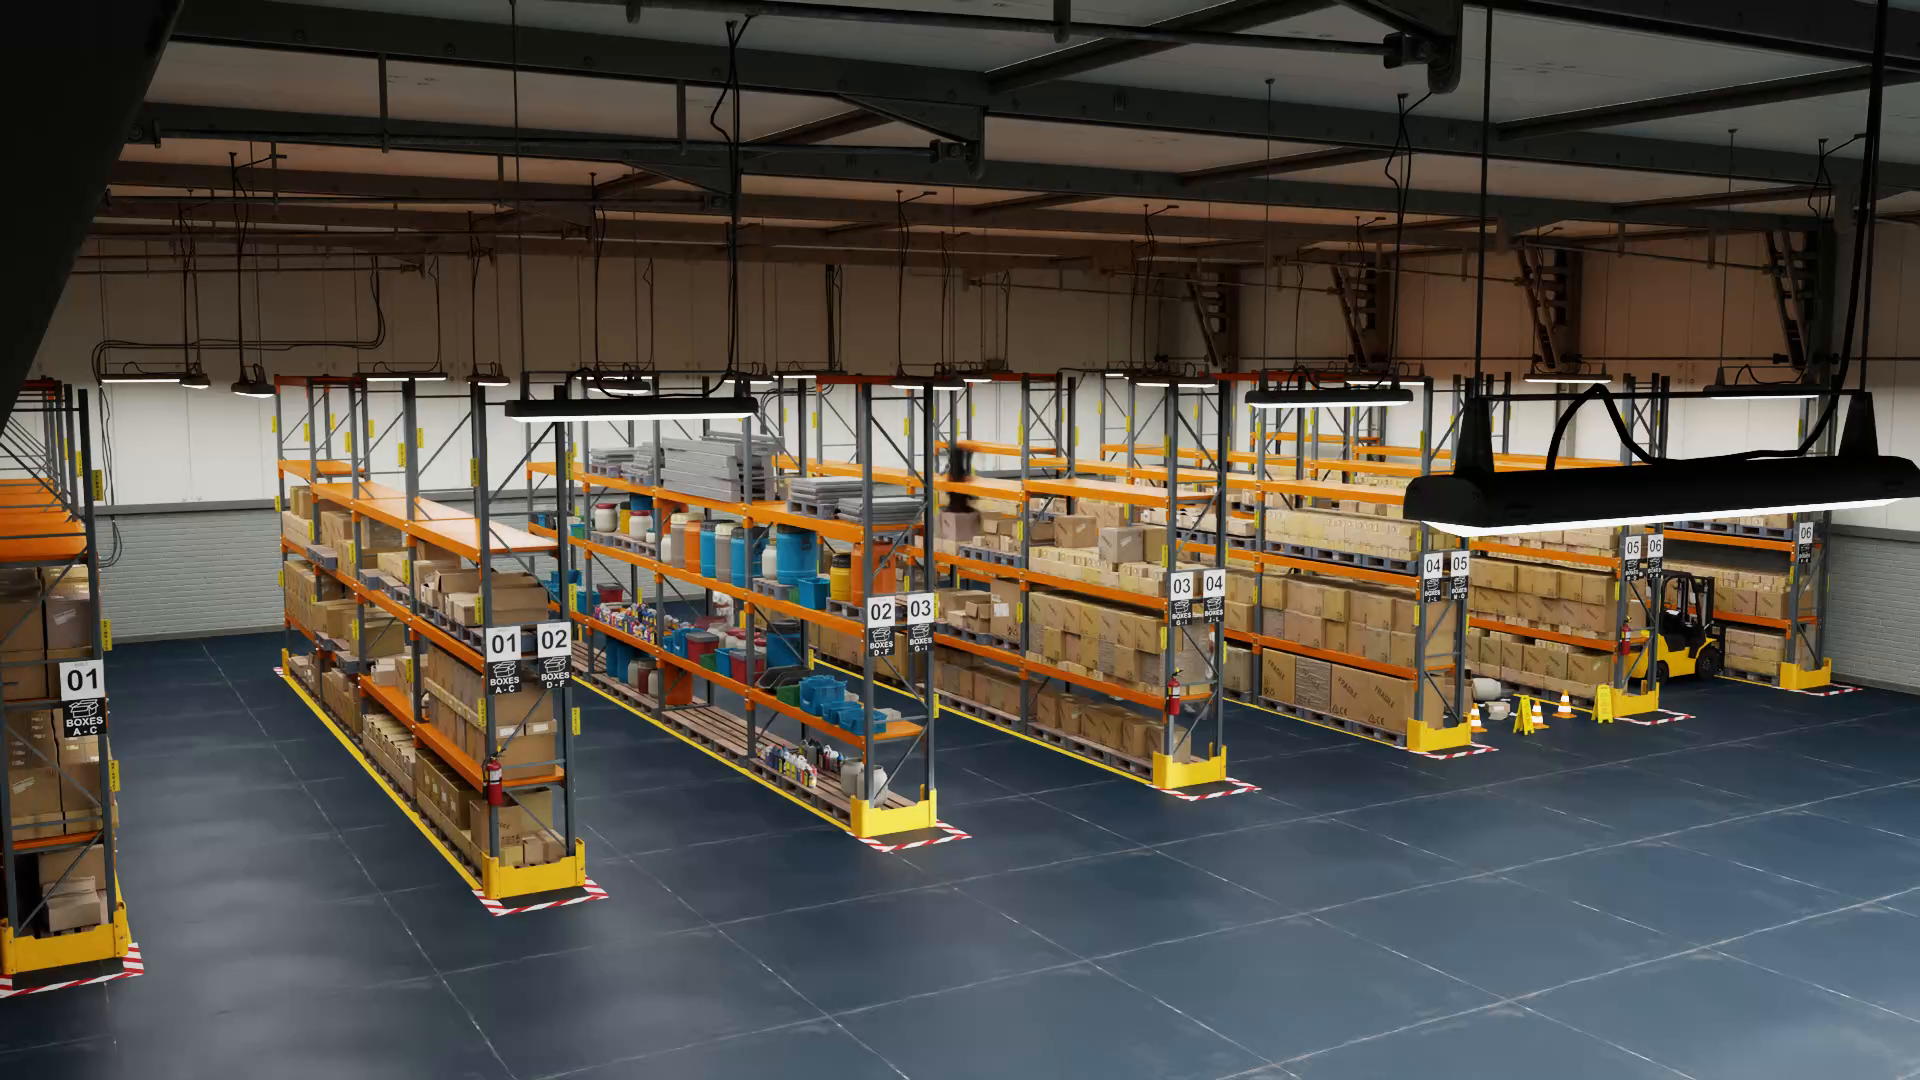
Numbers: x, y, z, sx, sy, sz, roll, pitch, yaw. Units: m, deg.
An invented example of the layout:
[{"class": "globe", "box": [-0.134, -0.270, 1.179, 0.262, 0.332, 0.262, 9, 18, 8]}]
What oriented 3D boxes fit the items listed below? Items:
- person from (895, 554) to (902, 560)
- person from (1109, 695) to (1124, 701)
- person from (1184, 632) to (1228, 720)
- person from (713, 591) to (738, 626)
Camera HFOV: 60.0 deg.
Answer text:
[{"class": "person", "box": [-1.530, 1.140, 40.314, 0.534, 1.613, 0.727, 0, 6, -1]}, {"class": "person", "box": [2.938, 2.110, 30.812, 0.702, 1.723, 0.651, -5, 8, -40]}, {"class": "person", "box": [4.303, 2.336, 29.146, 0.620, 1.558, 1.130, -2, 7, -18]}, {"class": "person", "box": [-5.020, 1.617, 35.458, 0.581, 1.742, 0.897, -3, 7, -25]}]
